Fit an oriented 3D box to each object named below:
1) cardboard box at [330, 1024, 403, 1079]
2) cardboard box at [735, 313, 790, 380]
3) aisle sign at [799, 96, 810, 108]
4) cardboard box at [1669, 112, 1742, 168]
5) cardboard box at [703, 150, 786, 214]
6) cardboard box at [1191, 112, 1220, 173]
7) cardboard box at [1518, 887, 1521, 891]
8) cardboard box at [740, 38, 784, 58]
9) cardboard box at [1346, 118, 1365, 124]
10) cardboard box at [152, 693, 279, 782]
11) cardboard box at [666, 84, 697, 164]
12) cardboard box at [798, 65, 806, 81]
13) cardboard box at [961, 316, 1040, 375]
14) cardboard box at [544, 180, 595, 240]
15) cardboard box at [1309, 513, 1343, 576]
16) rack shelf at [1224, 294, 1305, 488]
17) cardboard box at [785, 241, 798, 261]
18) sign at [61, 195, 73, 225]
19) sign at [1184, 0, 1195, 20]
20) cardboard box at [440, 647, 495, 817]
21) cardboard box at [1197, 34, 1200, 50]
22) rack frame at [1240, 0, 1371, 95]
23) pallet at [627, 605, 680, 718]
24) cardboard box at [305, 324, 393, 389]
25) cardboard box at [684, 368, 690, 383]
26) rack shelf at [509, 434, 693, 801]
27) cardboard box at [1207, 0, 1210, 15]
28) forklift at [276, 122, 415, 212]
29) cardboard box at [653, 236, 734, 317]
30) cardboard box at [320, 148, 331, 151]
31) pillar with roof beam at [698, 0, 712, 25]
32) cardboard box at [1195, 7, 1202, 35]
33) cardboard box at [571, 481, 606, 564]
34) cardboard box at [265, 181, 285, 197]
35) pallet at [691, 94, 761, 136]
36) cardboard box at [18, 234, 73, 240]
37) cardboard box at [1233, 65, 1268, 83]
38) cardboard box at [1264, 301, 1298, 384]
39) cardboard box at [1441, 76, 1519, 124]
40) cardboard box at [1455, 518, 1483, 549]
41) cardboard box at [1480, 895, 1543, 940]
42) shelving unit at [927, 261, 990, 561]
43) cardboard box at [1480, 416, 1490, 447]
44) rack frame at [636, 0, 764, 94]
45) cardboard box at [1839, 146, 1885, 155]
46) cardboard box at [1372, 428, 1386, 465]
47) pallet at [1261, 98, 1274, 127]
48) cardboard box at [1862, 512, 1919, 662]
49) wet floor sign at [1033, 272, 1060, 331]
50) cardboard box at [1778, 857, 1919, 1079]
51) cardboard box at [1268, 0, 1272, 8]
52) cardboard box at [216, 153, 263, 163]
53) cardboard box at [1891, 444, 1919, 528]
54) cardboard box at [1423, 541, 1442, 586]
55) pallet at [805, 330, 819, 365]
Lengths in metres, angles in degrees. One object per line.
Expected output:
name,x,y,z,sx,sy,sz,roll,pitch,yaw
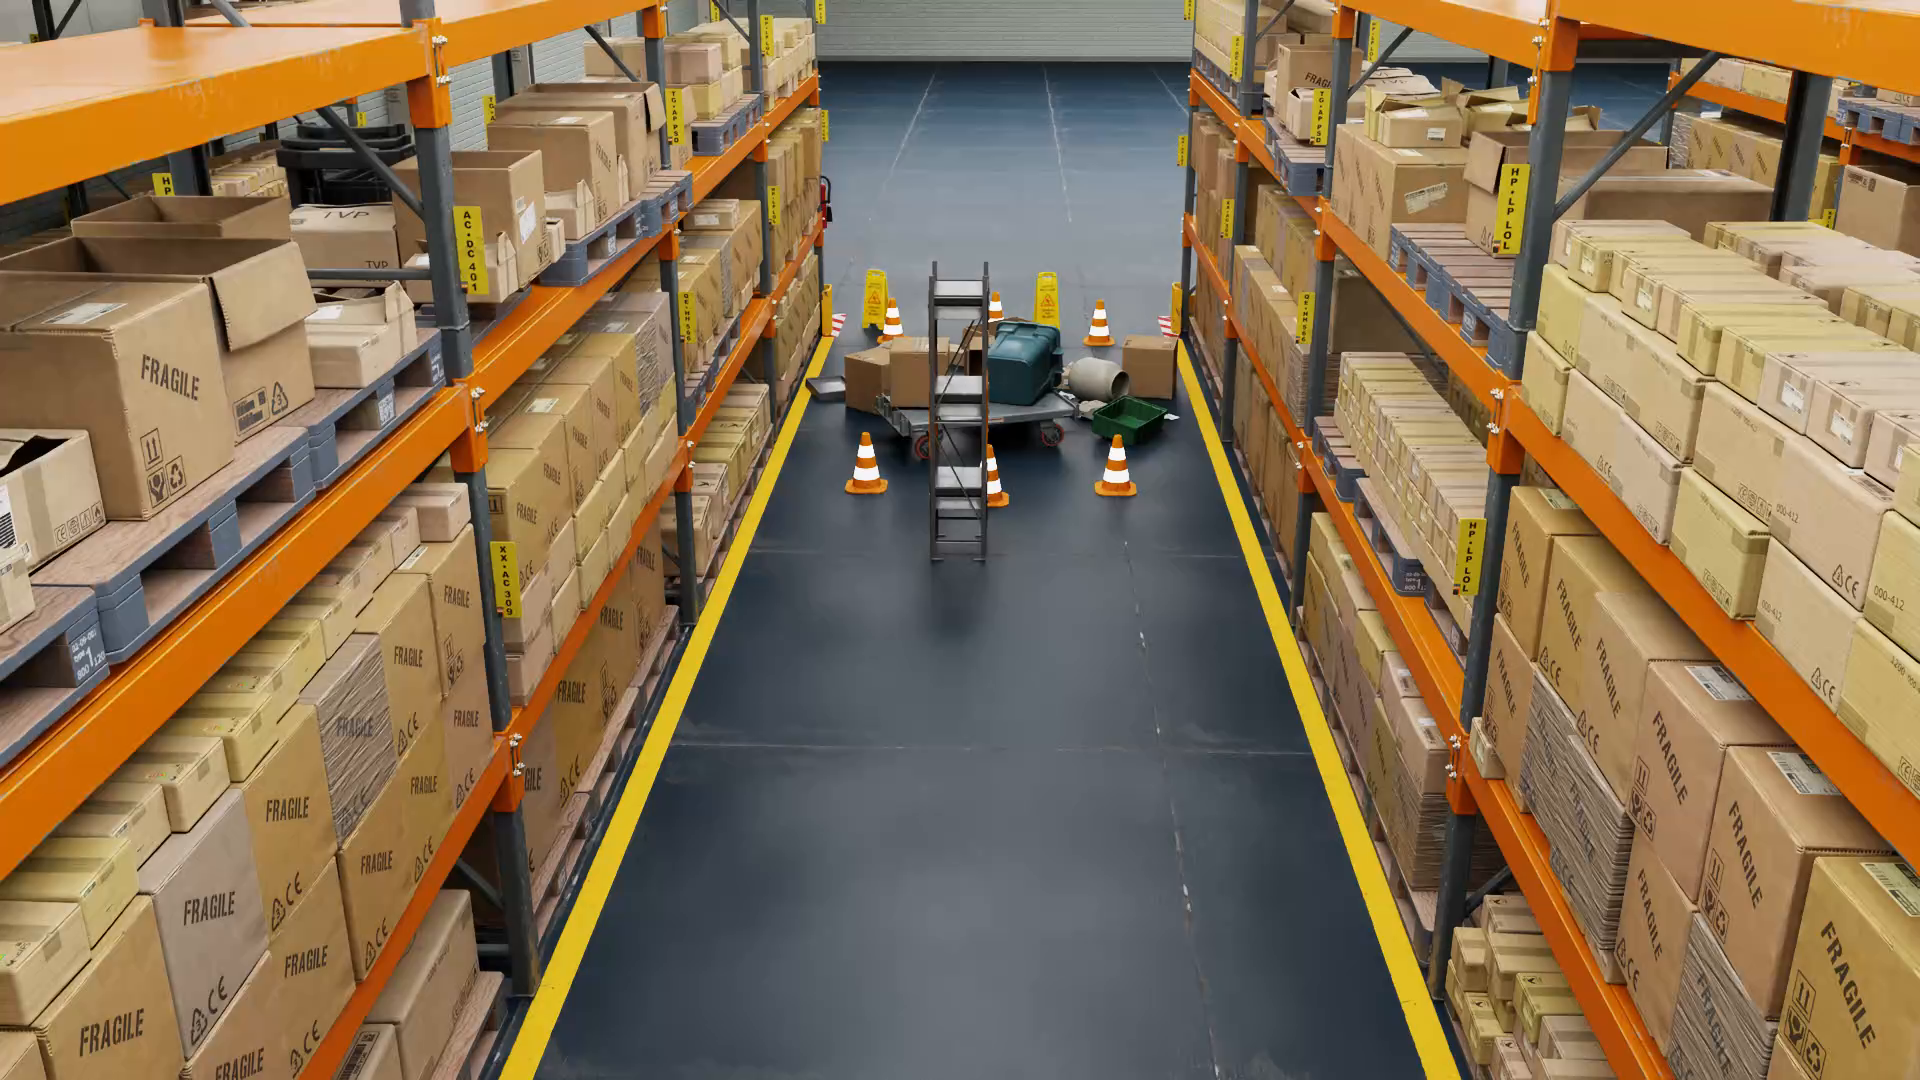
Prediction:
cardboard box,-2.525,2.144,5.819,0.875,0.438,0.875,0,21,0
cardboard box,-1.841,-1.771,15.130,0.500,0.500,0.500,2,21,4
aisle sign,-1.716,-4.975,17.609,0.394,0.787,0.004,1,21,2
cardboard box,7.609,-4.090,16.991,0.500,0.500,0.500,1,21,2
cardboard box,-1.899,-3.105,14.454,0.700,0.500,0.500,0,21,1
cardboard box,2.893,-4.165,17.417,0.875,0.550,0.550,1,21,2
cardboard box,2.866,1.319,7.859,0.500,0.500,0.500,1,21,4
cardboard box,-1.763,-4.345,14.678,0.380,0.149,0.250,0,21,1
cardboard box,2.498,-2.584,10.499,0.380,0.166,0.250,1,21,2
cardboard box,-2.117,0.541,4.571,0.380,0.149,0.250,0,21,0
cardboard box,-2.233,-2.849,11.436,0.797,0.503,0.637,1,21,2
cardboard box,-1.756,-4.707,16.713,0.380,0.149,0.250,1,21,3
cardboard box,0.470,-1.917,16.773,0.797,0.503,0.637,-16,26,-35
cardboard box,-1.967,-1.593,7.946,0.396,0.266,0.258,2,21,6
cardboard box,2.437,0.034,10.134,0.500,0.250,0.500,0,21,-1
rack shelf,2.761,-1.221,12.523,1.077,0.370,4.000,1,21,2
cardboard box,-1.751,-2.753,15.824,0.380,0.149,0.250,1,21,2
sign,-7.645,-2.796,14.283,0.100,0.325,0.005,1,21,2
sign,2.389,-5.577,17.290,0.100,0.325,0.005,1,21,2
cardboard box,-2.131,0.719,6.390,0.500,0.500,0.500,1,21,2
cardboard box,2.605,-5.037,16.845,0.380,0.149,0.250,1,21,2
rack frame,2.822,-5.076,13.171,1.000,3.000,0.127,1,21,2
pallet,-2.350,0.733,10.347,1.003,0.211,1.213,1,21,2
cardboard box,-2.080,-0.598,5.406,0.380,0.149,0.250,1,21,3
cardboard box,-2.013,-1.147,11.105,0.380,0.149,0.250,-1,21,-2
rack shelf,-2.312,0.208,8.842,1.077,0.370,4.000,1,21,2
cardboard box,2.583,-5.136,15.999,0.380,0.149,0.250,0,21,1
forklift,-4.544,-1.893,13.357,1.130,2.935,3.031,1,21,2
cardboard box,-1.965,-1.953,12.287,0.500,0.500,0.500,0,21,0
cardboard box,-6.727,-3.968,17.163,0.380,0.149,0.250,1,21,3
pillar with roof beam,-2.676,-17.151,44.292,9.100,9.000,0.400,1,21,2
cardboard box,2.672,-5.263,16.878,0.500,0.250,0.500,1,21,2
cardboard box,-2.048,-0.095,8.143,0.500,0.250,0.500,1,21,2
cardboard box,-6.751,-3.371,16.034,0.380,0.149,0.250,0,21,1
pallet,-2.254,-3.386,13.222,1.213,0.211,1.003,1,21,2
cardboard box,-7.385,-2.388,13.502,0.380,0.149,0.250,1,21,1
cardboard box,2.513,-3.938,14.014,0.380,0.149,0.250,1,21,1
cardboard box,2.477,-1.406,11.869,0.500,0.500,0.500,0,21,1
cardboard box,2.947,-2.486,9.445,0.396,0.266,0.258,1,21,2
cardboard box,2.403,0.013,7.294,0.380,0.149,0.250,0,21,0
cardboard box,2.361,1.592,6.819,0.380,0.149,0.250,1,21,4
shelving unit,-0.005,-0.919,11.995,0.431,2.100,0.503,1,21,2
cardboard box,3.120,-0.585,9.244,0.380,0.149,0.250,1,21,2
rack frame,-2.129,-5.094,13.217,1.000,3.000,0.127,1,21,2
cardboard box,8.058,-3.180,14.647,0.500,0.500,0.500,1,21,2
cardboard box,2.458,-0.502,9.031,0.380,0.149,0.250,1,21,2
pallet,2.843,-3.256,12.893,0.805,0.209,1.217,0,21,-1
cardboard box,2.231,0.144,3.381,0.500,0.250,0.500,0,21,0
wet floor sign,0.965,-2.660,18.493,0.267,0.644,0.232,-3,21,-8
cardboard box,2.237,1.057,3.727,0.500,0.500,0.500,0,21,0
cardboard box,3.255,-5.312,16.453,0.380,0.149,0.250,1,21,3
cardboard box,-7.234,-3.791,16.705,0.380,0.149,0.250,1,21,3
cardboard box,2.185,-0.089,3.430,0.380,0.149,0.250,1,21,2
cardboard box,2.417,0.114,7.855,0.380,0.149,0.250,0,21,-1
pallet,-2.070,-2.123,17.708,1.003,0.211,1.213,1,21,2
